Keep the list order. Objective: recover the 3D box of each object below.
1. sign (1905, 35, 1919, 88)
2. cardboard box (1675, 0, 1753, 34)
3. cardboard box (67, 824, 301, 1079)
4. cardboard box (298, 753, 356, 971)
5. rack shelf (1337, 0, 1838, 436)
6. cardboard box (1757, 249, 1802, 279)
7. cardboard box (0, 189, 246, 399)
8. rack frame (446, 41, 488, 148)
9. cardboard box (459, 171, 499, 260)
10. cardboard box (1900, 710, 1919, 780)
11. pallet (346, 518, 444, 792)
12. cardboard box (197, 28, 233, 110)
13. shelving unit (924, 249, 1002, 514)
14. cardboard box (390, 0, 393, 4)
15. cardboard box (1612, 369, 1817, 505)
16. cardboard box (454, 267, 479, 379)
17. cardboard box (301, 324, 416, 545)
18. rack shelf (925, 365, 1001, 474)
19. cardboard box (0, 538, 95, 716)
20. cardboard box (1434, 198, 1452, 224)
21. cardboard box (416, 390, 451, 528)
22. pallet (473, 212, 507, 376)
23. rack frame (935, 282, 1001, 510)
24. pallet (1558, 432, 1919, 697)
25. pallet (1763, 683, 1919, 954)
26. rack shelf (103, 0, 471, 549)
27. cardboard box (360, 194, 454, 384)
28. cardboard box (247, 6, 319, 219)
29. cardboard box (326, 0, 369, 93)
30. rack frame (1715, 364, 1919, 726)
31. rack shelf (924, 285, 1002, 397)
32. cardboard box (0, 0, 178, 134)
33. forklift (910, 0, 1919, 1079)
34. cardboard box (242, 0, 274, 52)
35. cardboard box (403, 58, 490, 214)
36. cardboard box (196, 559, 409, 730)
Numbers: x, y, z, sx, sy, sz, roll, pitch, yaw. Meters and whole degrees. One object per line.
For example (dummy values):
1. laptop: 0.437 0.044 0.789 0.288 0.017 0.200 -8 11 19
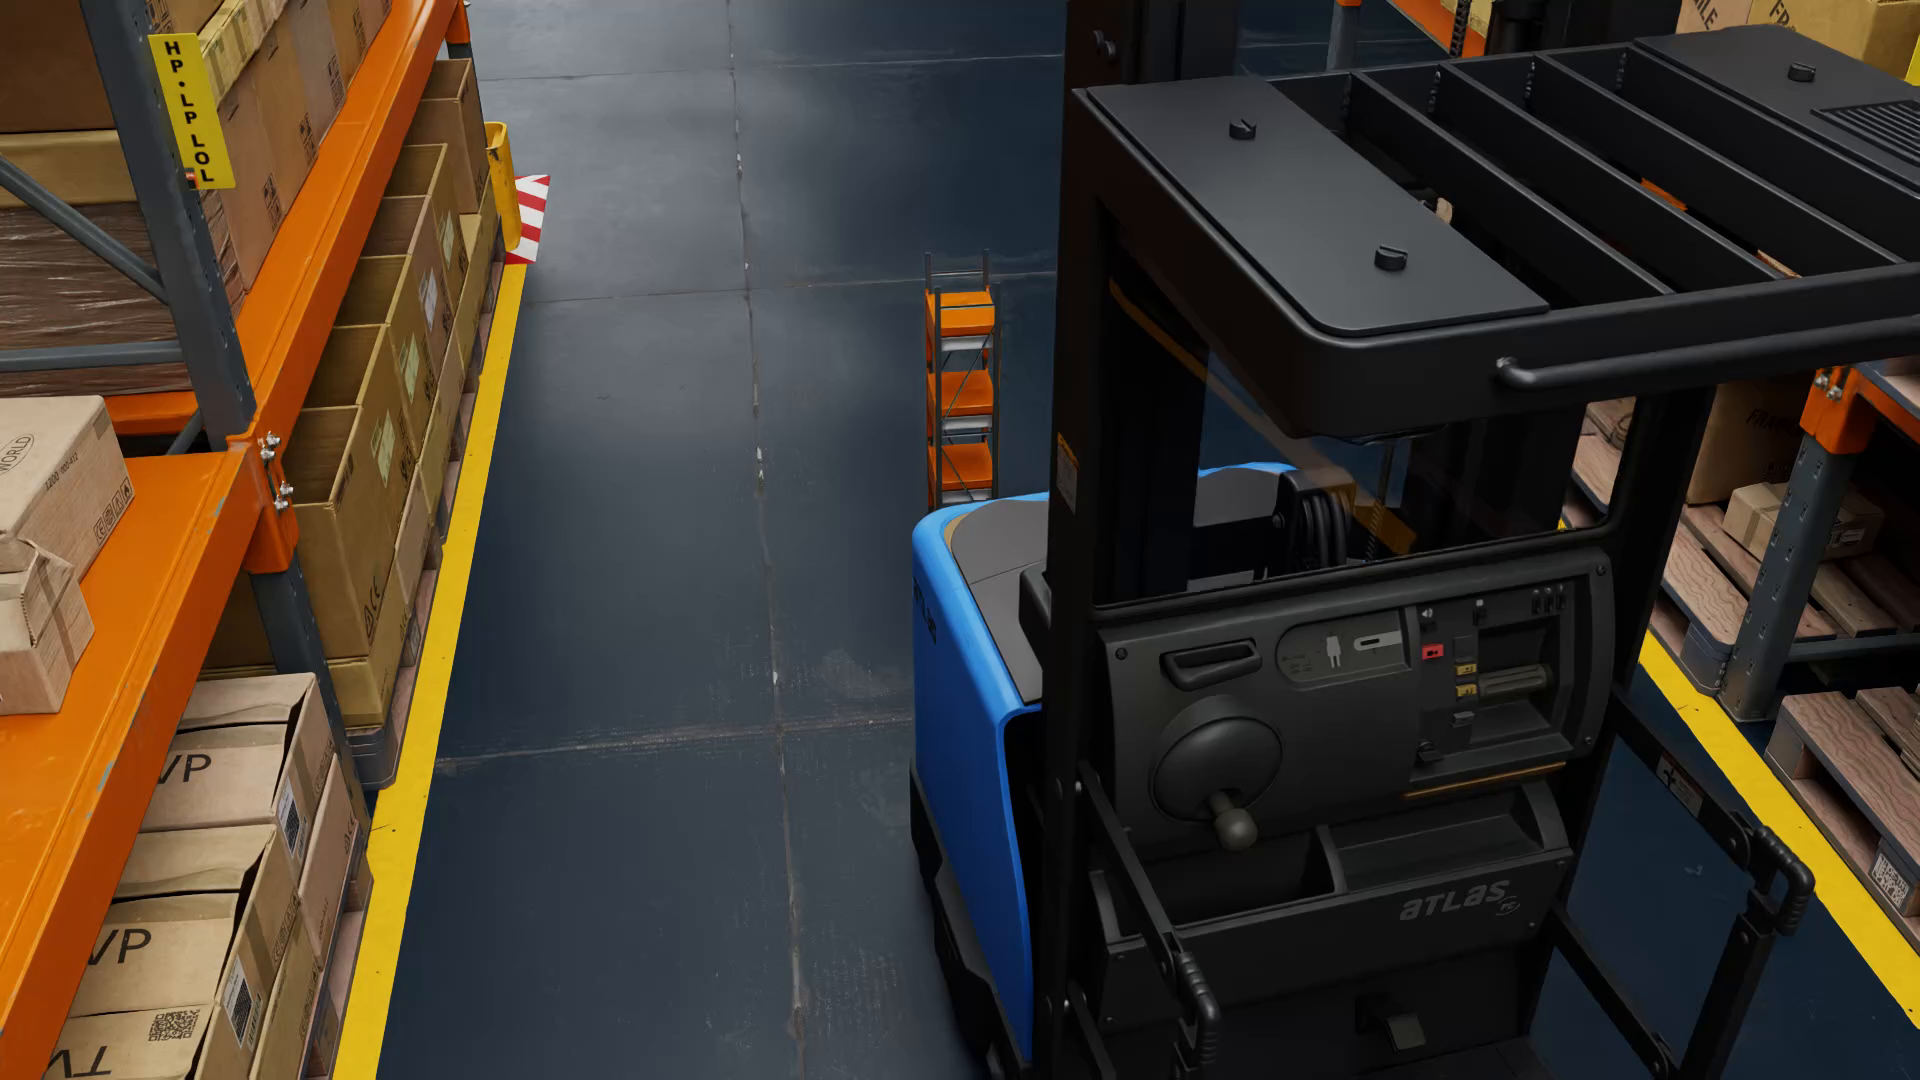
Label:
1. sign: 2.257 -1.073 3.892 0.100 0.325 0.005 -4 35 -6
2. cardboard box: 2.351 -1.535 4.788 0.500 0.500 0.500 -5 35 -7
3. cardboard box: -1.699 0.842 3.422 0.500 0.311 0.500 -3 34 -5
4. cardboard box: -1.771 0.789 3.997 0.500 0.250 0.500 -5 35 -7
5. rack shelf: 2.525 -1.579 6.042 1.077 0.370 4.000 -4 35 -6
6. cardboard box: 2.430 -0.948 4.593 0.500 0.250 0.500 -4 35 -6
7. cardboard box: -2.180 -0.672 3.983 0.700 0.500 0.500 -5 35 -8
8. rack frame: -2.652 -2.615 6.924 1.000 3.000 0.127 -4 35 -6
9. cardboard box: -2.287 -1.376 7.174 0.500 0.250 0.500 -4 35 -6
10. cardboard box: 2.910 0.500 4.181 0.700 0.500 0.500 -3 34 -5
11. pallet: -2.179 0.322 5.090 1.003 0.211 1.213 -4 35 -6
12. cardboard box: -2.029 -1.141 4.096 0.380 0.149 0.250 -5 35 -8
13. shelving unit: 0.007 -0.404 5.411 0.215 1.050 0.252 -4 35 -6
14. cardboard box: -2.602 -2.395 6.512 0.700 0.500 0.500 -4 35 -6
15. cardboard box: 2.615 -0.485 5.628 0.500 0.500 0.500 -7 35 -10
16. cardboard box: -2.139 -0.819 6.356 0.500 0.250 0.500 -4 35 -6
17. cardboard box: -1.941 -0.291 4.917 0.500 0.500 0.500 -4 35 -6
18. rack shelf: 0.007 -0.395 5.416 0.215 0.259 0.240 -4 35 -6
19. cardboard box: -1.814 0.149 2.987 0.396 0.266 0.258 -5 35 -8
20. cardboard box: 2.337 -1.352 7.068 0.500 0.311 0.500 -2 34 -2
21. cardboard box: -2.000 -0.261 5.538 0.500 0.250 0.500 -4 35 -6
22. pallet: -2.508 -1.039 7.088 1.003 0.211 1.213 -4 35 -6
23. rack frame: 0.024 -0.336 5.311 0.200 1.050 0.008 -4 35 -6
24. pallet: 2.669 0.020 5.533 1.003 0.211 1.213 -4 35 -6
25. pallet: 2.900 0.826 4.350 1.003 0.211 1.213 -4 35 -6
26. rack shelf: -2.383 -1.202 5.489 1.077 0.370 4.000 -4 35 -6
27. cardboard box: -2.070 -0.850 5.736 0.500 0.500 0.500 -4 35 -6
28. cardboard box: -2.321 -1.246 4.826 0.700 0.500 0.500 -4 34 -6
29. cardboard box: -2.465 -1.825 5.675 0.700 0.500 0.500 -4 34 -6
30. rack frame: 2.794 -0.760 4.202 1.000 3.000 0.127 -4 35 -6
31. rack shelf: 0.007 -0.630 5.257 0.215 0.259 0.240 -4 35 -6
32. cardboard box: -2.180 -1.208 3.618 0.700 0.500 0.500 -4 34 -6
33. forklift: 0.750 0.334 2.658 1.130 2.935 3.031 -9 35 -13
34. cardboard box: -2.097 -1.427 4.516 0.380 0.149 0.250 -5 35 -8
35. cardboard box: -2.285 -1.686 6.963 0.500 0.500 0.500 -4 35 -6
36. cardboard box: -1.876 0.298 4.718 0.500 0.250 0.500 -4 35 -6
